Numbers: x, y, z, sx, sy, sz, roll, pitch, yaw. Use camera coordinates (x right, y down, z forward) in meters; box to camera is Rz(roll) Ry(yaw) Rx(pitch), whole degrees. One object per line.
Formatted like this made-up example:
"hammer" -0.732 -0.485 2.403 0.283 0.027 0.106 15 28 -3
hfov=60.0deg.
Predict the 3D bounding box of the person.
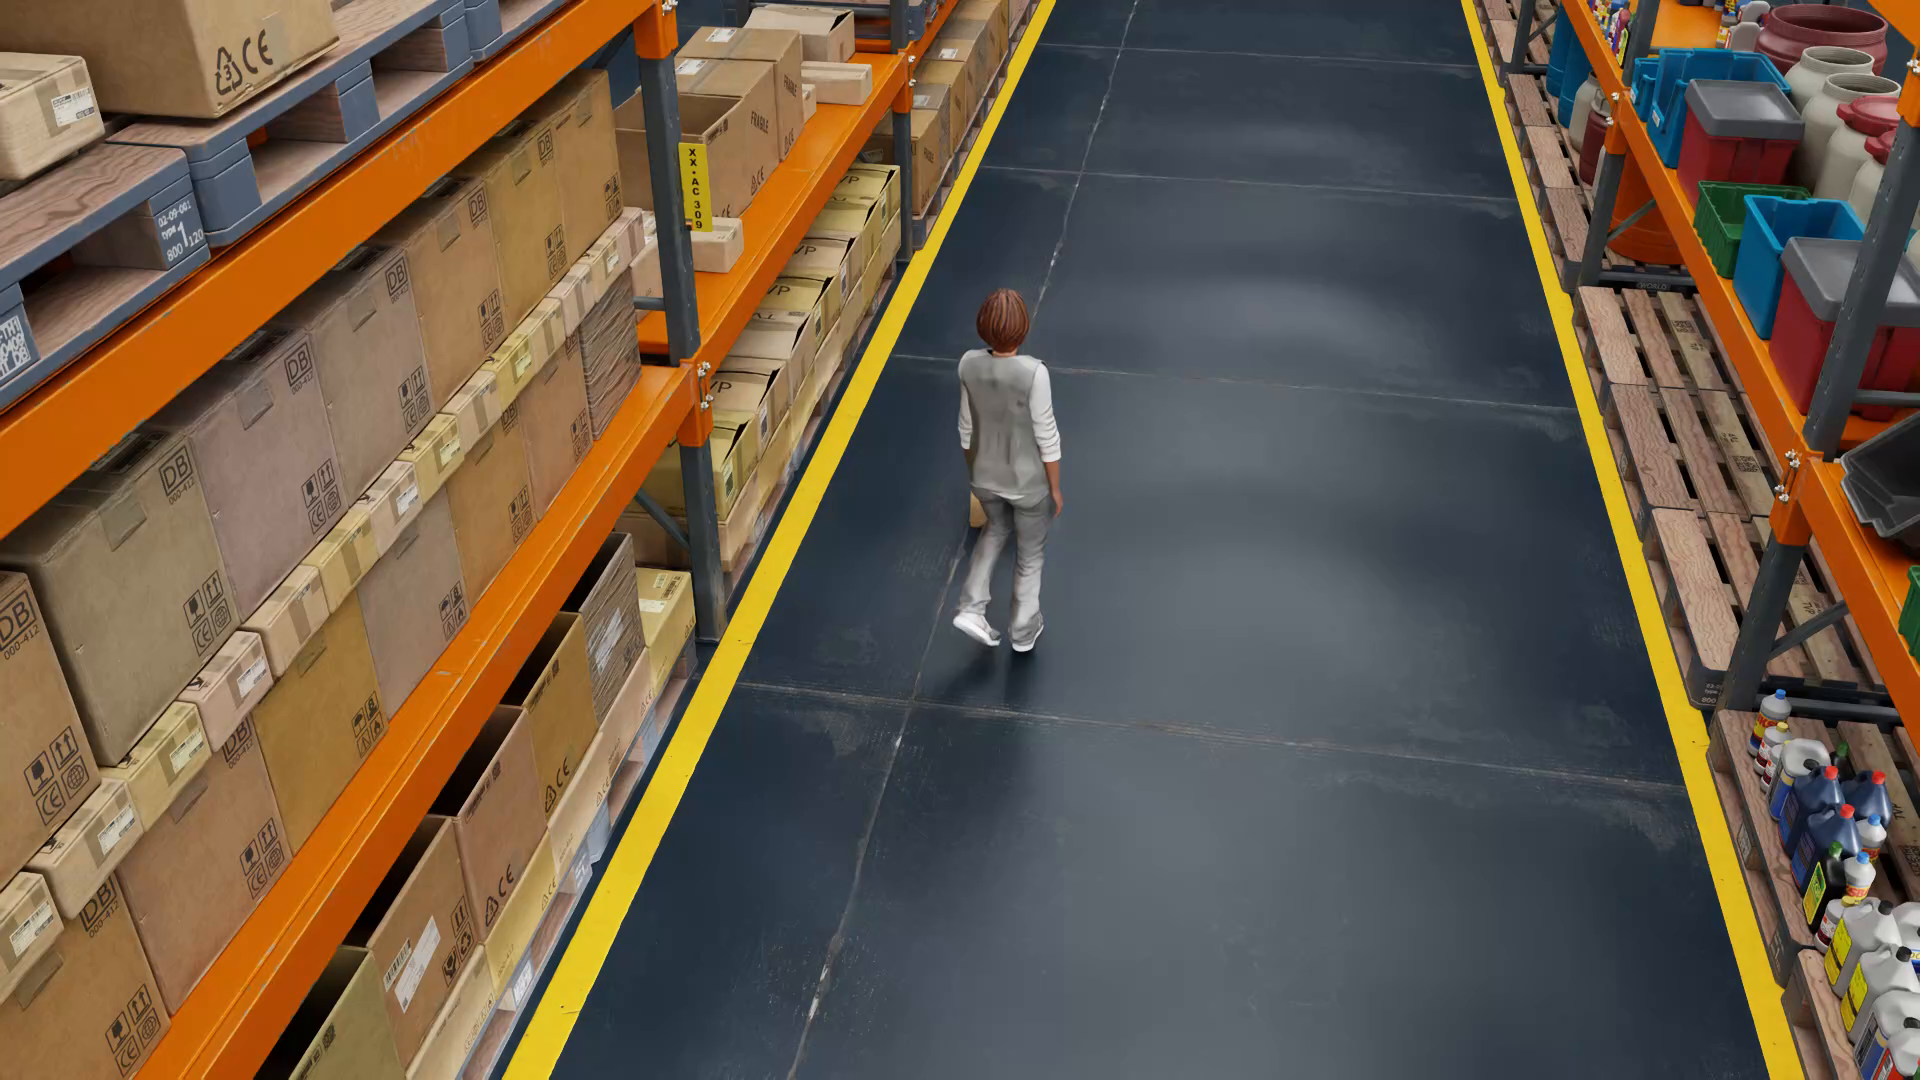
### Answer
"person" 0.209 -0.281 6.567 0.440 1.593 0.389 12 35 18
